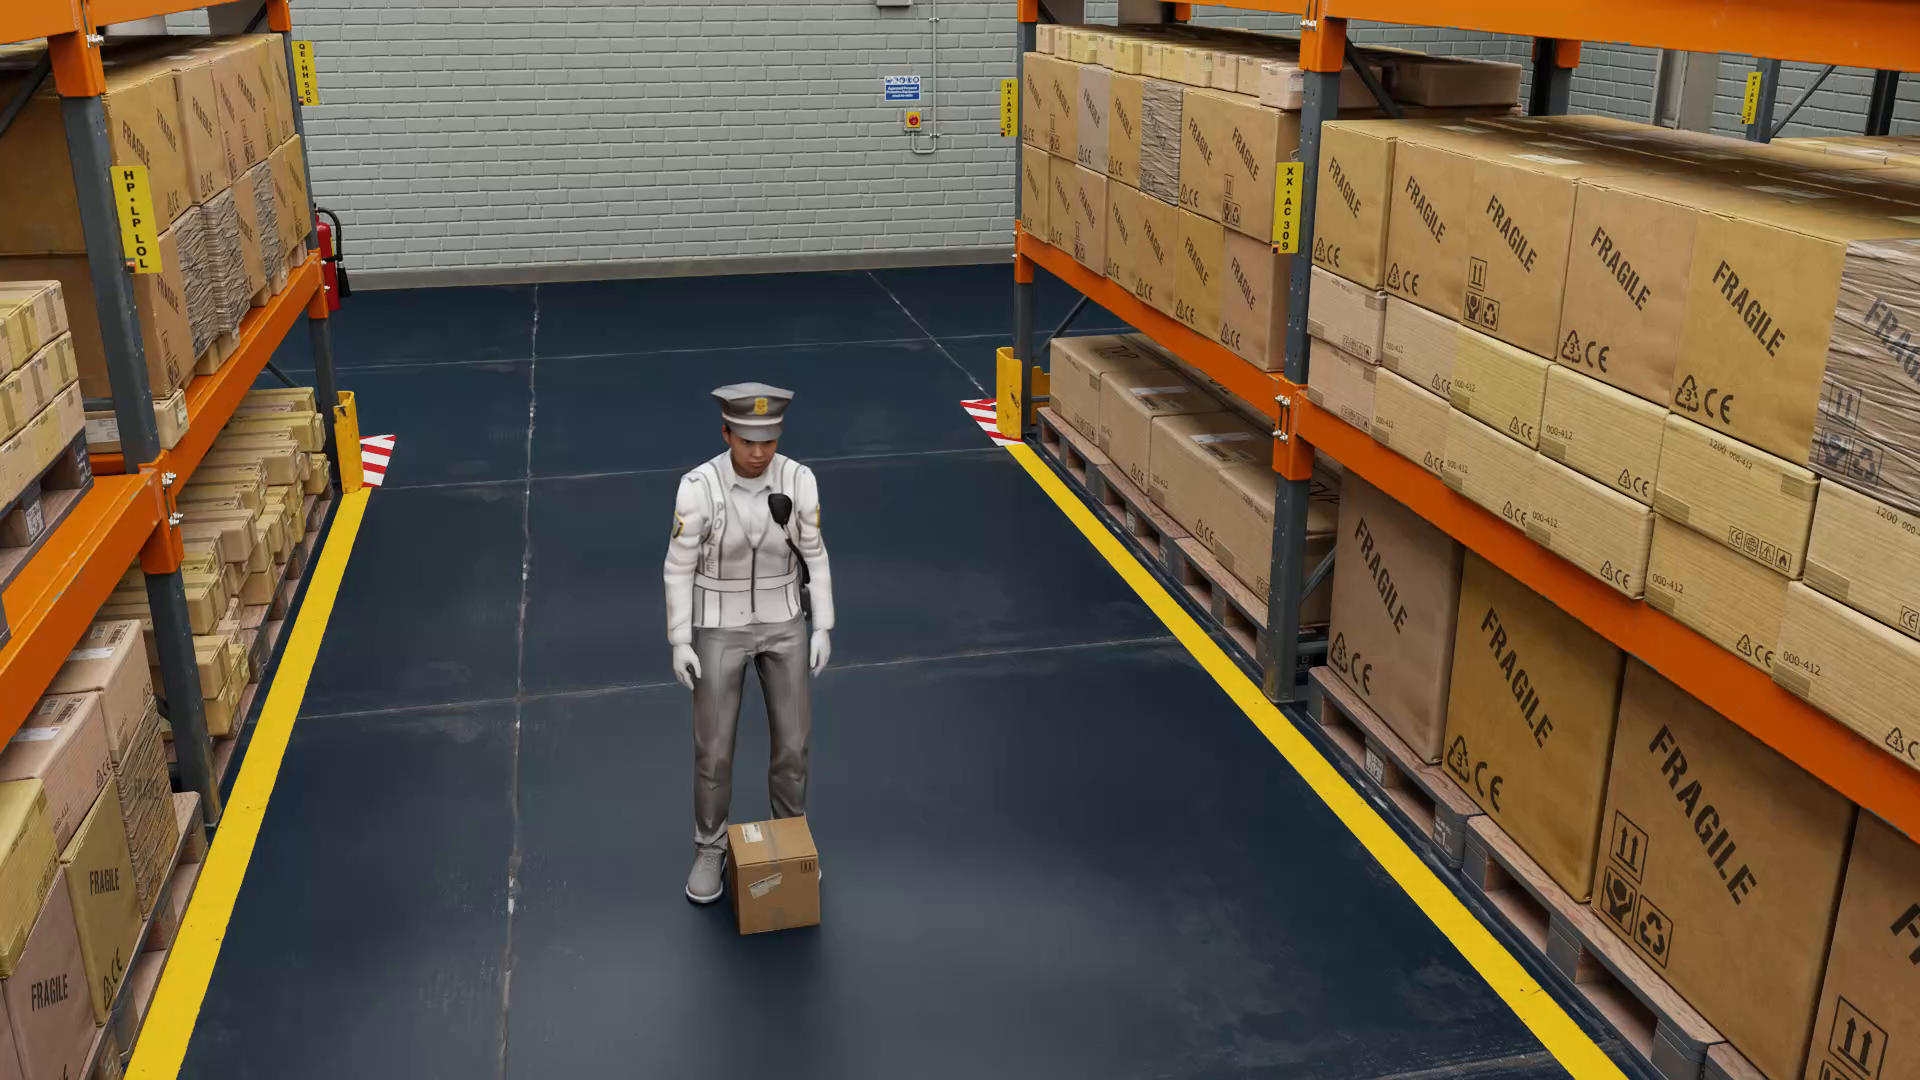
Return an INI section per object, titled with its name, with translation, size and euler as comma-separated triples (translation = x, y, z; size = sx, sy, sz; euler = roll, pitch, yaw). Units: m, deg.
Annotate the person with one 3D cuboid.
[person]
translation = -0.649, 0.308, 5.209
size = 0.528, 1.662, 0.375
euler = -5, 20, -15
